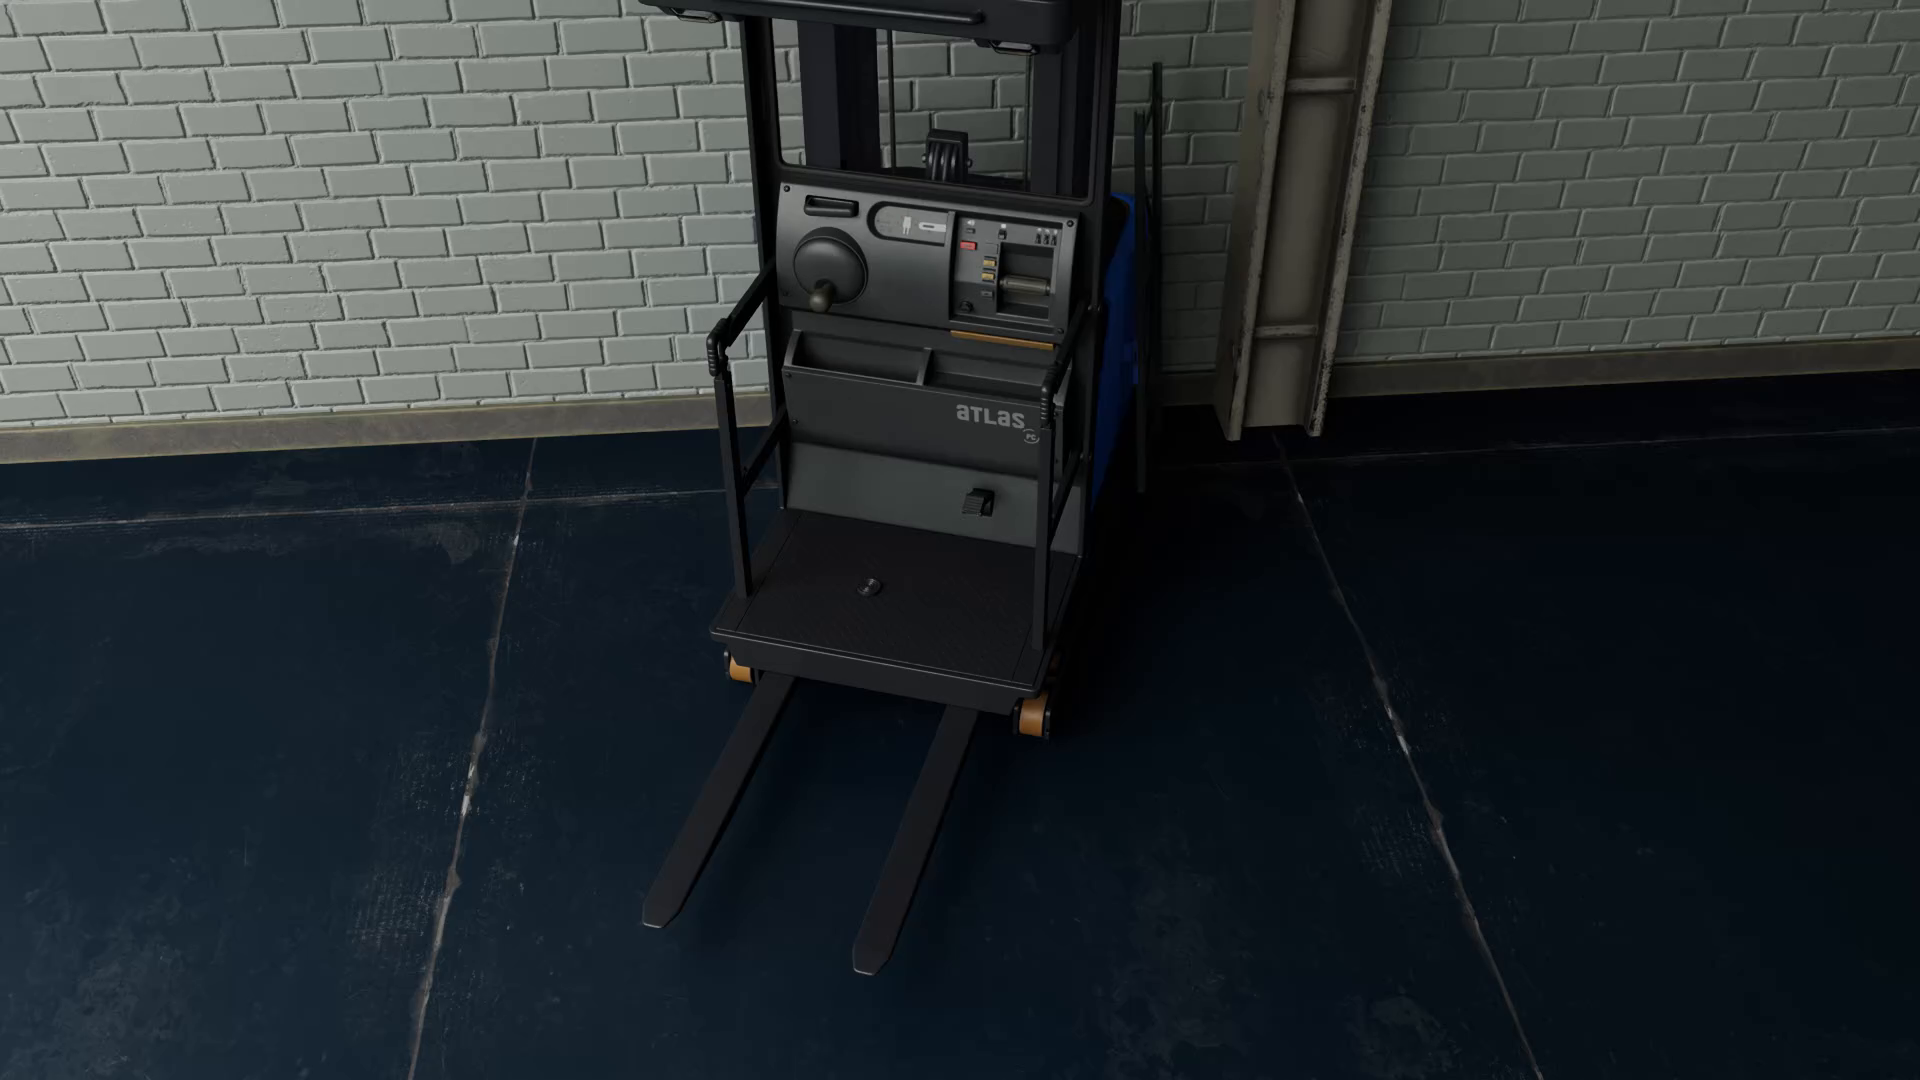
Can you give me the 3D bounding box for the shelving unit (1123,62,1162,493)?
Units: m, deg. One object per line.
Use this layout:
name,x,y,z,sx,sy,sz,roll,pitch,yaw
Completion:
shelving unit,0.201,-0.972,6.228,1.048,1.500,0.538,4,36,13

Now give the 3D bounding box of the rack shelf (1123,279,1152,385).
rack shelf,0.214,-0.826,6.332,1.000,0.185,0.538,4,36,13

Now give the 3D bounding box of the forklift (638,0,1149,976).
forklift,-0.161,-0.776,4.868,1.130,2.935,3.031,9,39,12

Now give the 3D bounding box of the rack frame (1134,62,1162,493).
rack frame,0.696,-0.935,6.117,0.032,1.500,0.500,4,36,13

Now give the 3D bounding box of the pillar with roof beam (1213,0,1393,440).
pillar with roof beam,1.651,-1.387,0.743,0.400,9.000,9.100,-3,38,-4
